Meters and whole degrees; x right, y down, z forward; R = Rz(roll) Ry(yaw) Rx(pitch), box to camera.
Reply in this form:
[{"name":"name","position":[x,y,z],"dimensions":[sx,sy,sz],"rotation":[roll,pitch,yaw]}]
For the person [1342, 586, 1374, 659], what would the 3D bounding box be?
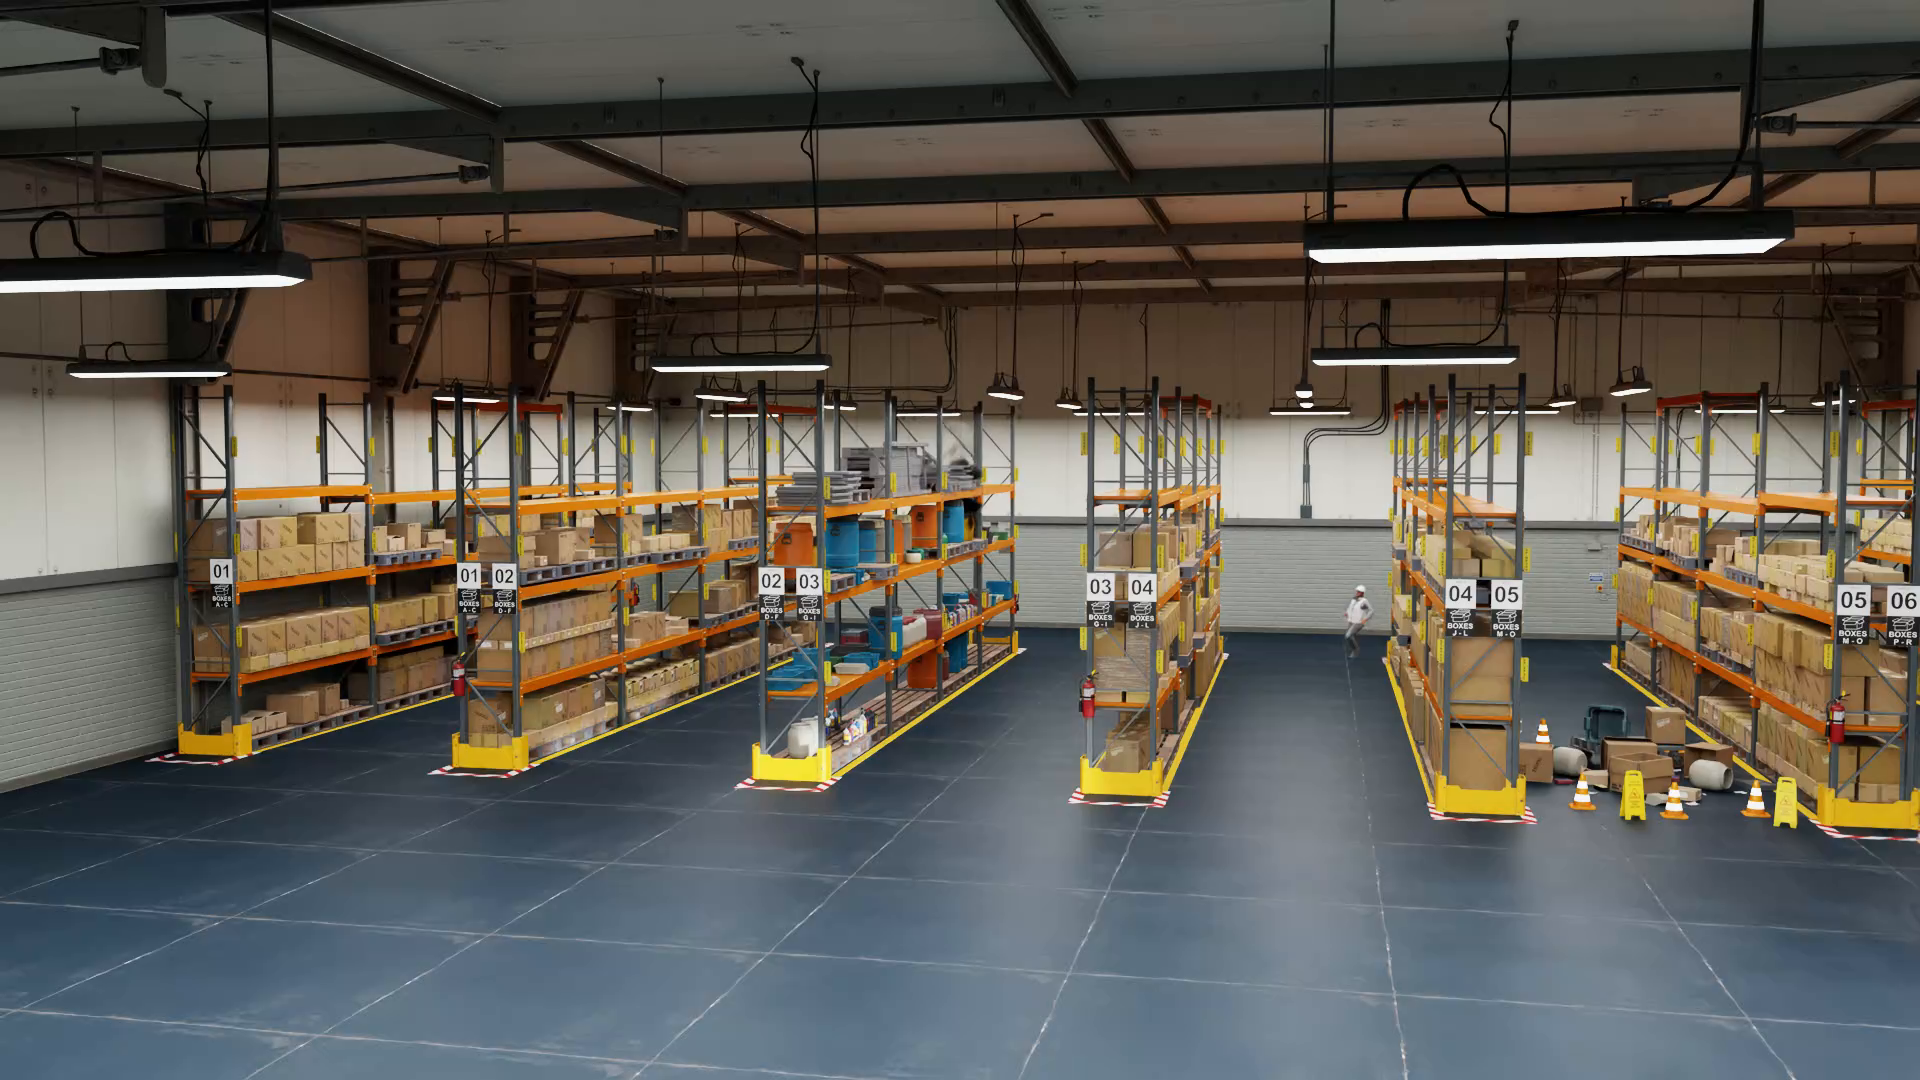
[{"name":"person","position":[9.338,1.948,39.166],"dimensions":[0.610,1.755,0.726],"rotation":[-1,4,-24]}]
